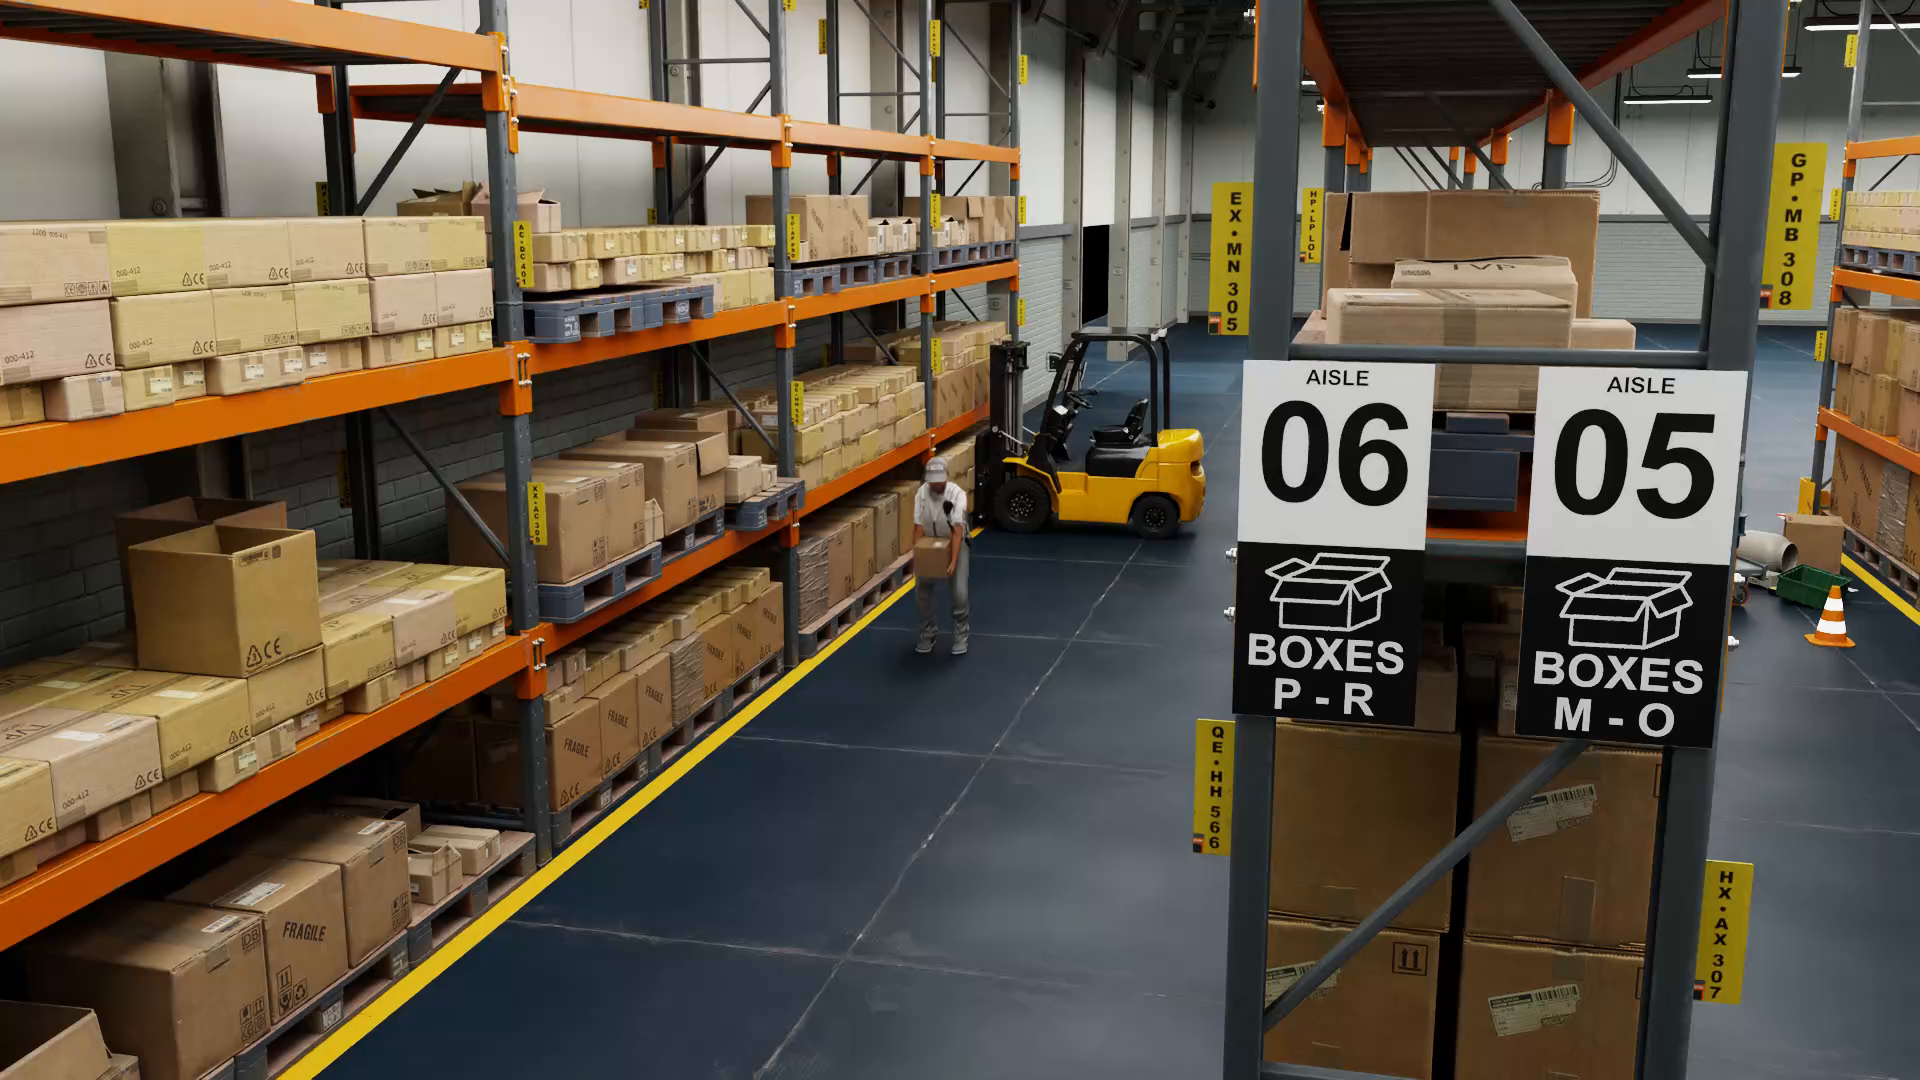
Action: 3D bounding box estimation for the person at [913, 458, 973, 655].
[{"bbox_3d":[-0.153,0.119,13.063,0.452,1.595,0.652,3,12,13],"label":"person"}]
